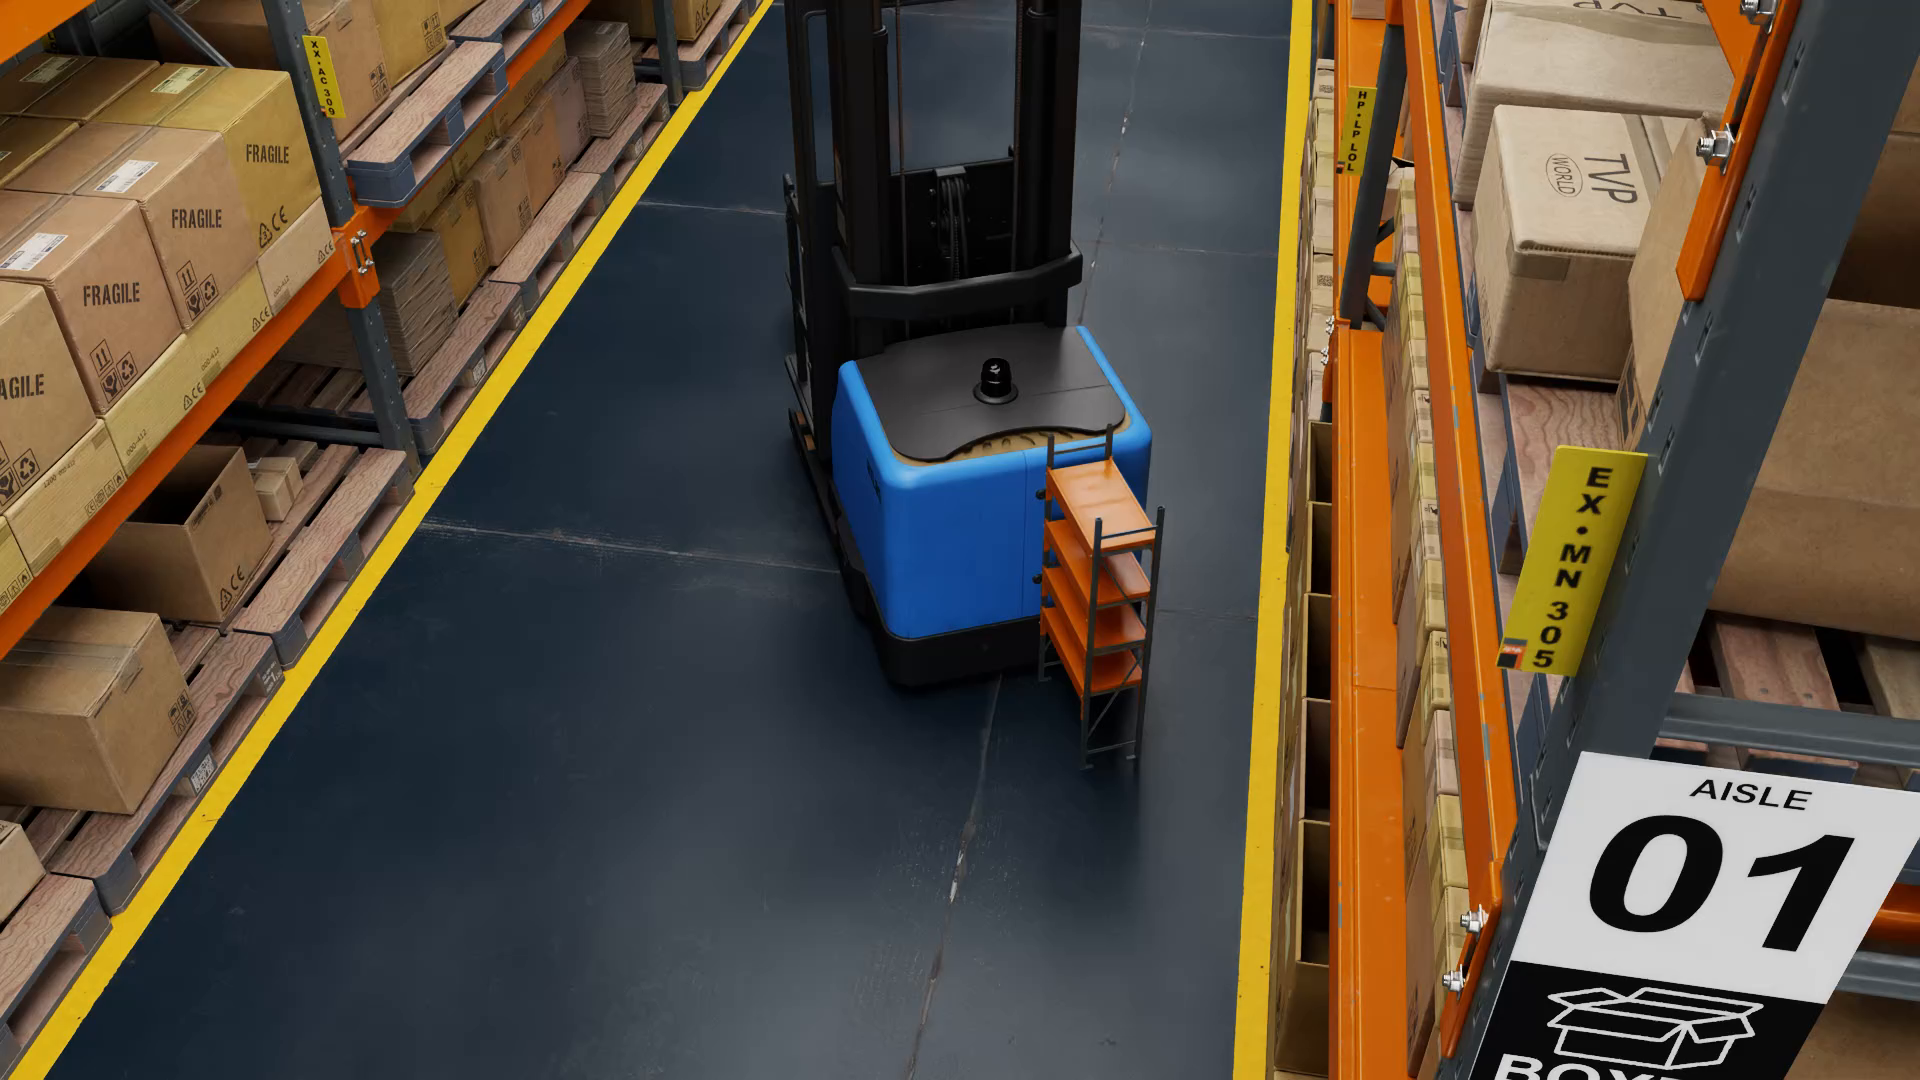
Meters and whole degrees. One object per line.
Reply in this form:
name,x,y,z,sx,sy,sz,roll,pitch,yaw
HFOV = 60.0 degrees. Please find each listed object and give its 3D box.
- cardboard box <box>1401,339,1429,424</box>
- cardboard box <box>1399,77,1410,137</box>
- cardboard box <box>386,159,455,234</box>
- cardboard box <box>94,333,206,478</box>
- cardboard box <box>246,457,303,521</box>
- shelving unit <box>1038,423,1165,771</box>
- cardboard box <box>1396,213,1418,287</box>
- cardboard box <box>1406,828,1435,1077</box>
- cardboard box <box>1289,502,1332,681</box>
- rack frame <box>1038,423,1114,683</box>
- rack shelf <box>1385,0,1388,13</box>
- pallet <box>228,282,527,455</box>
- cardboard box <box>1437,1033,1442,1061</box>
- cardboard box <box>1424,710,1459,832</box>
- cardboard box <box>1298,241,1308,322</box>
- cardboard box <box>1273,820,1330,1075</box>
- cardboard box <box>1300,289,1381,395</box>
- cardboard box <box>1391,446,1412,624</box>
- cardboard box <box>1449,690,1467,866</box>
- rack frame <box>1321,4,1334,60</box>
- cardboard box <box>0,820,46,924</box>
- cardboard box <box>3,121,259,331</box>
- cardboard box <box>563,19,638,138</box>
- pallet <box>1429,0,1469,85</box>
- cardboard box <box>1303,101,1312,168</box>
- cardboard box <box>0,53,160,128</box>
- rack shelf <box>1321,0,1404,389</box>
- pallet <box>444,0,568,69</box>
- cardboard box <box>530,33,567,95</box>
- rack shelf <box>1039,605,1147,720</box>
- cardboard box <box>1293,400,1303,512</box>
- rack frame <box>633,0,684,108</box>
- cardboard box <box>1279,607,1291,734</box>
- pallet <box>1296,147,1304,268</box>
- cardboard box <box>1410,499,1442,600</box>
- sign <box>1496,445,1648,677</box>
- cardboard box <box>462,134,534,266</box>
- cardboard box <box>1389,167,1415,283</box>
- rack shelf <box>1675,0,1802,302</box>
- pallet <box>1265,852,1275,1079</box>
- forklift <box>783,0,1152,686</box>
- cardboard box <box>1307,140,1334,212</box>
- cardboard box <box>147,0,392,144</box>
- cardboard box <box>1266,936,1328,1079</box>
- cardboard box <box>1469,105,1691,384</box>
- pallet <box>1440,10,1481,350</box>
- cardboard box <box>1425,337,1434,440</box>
cardboard box,1.498,-0.444,4.846,0.380,0.149,0.250,5,40,6
cardboard box,2.238,-2.108,7.367,0.500,0.500,0.500,6,40,8
cardboard box,-2.784,-1.724,8.009,0.500,0.250,0.500,6,40,7
cardboard box,-2.918,-0.478,5.577,0.500,0.250,0.500,6,40,7
cardboard box,-3.031,-0.227,7.049,0.380,0.166,0.250,2,40,2
shelving unit,0.493,0.224,6.037,0.258,1.200,0.503,-11,41,-12
cardboard box,1.631,-0.928,5.431,0.380,0.149,0.250,7,40,8
cardboard box,1.399,0.906,3.722,0.700,0.500,0.500,7,40,9
cardboard box,1.444,0.236,5.851,0.500,0.500,0.500,6,40,8
rack frame,0.424,0.075,6.217,0.240,1.200,0.015,-11,41,-12
rack shelf,2.257,-3.078,6.830,1.077,0.370,4.000,6,40,8
pallet,-2.835,-0.902,8.176,1.003,0.211,1.213,6,40,8
cardboard box,1.098,1.017,3.079,0.380,0.149,0.250,6,40,7
cardboard box,1.231,0.534,3.663,0.380,0.149,0.250,7,40,8
cardboard box,1.964,-1.296,8.292,0.500,0.250,0.500,7,40,9
cardboard box,1.177,1.176,4.713,0.500,0.500,0.500,6,40,8
cardboard box,1.783,-0.876,7.343,0.500,0.311,0.500,7,40,9
cardboard box,1.665,-0.058,4.887,0.700,0.500,0.500,7,40,8
cardboard box,1.407,0.372,3.350,0.700,0.500,0.500,5,40,7
rack frame,2.604,-3.455,9.075,1.000,3.000,0.127,6,40,8
cardboard box,-3.353,1.107,5.322,0.500,0.311,0.500,10,41,11
cardboard box,-2.826,-1.083,5.719,0.500,0.500,0.500,6,40,7
cardboard box,-2.349,-2.747,9.835,0.700,0.500,0.500,7,40,8
pallet,1.789,-1.528,4.460,1.003,0.211,1.213,6,40,8
cardboard box,2.224,-2.261,9.459,0.500,0.250,0.500,6,40,8
cardboard box,-3.255,-1.455,6.170,0.500,0.500,0.500,6,40,7
rack shelf,2.257,-1.922,7.786,1.077,0.370,4.000,6,40,8
pallet,-2.578,-2.678,8.285,1.003,0.211,1.213,6,40,8
cardboard box,-2.510,-2.685,9.172,0.500,0.250,0.500,7,40,9
rack shelf,0.493,0.429,6.206,0.258,0.148,0.480,-11,41,-12
cardboard box,1.698,-0.339,7.134,0.500,0.250,0.500,6,40,7
rack frame,-2.276,-3.999,9.732,1.000,3.000,0.127,6,40,8
cardboard box,1.441,0.524,6.090,0.500,0.250,0.500,6,40,8
pallet,2.423,-1.868,9.343,1.003,0.211,1.213,6,40,8
cardboard box,1.364,0.043,4.257,0.380,0.149,0.250,6,40,7
sign,0.687,0.031,1.872,0.100,0.325,0.005,6,40,8
cardboard box,-2.689,-1.804,8.694,0.700,0.500,0.500,7,40,8
cardboard box,1.954,-1.200,6.466,0.500,0.250,0.500,9,40,10
rack shelf,1.565,-1.570,2.965,1.077,0.370,4.000,6,40,8
pallet,1.524,1.393,5.400,1.003,0.211,1.213,6,40,8
forklift,-0.168,-1.511,6.778,1.130,2.935,3.031,-10,41,-12
cardboard box,2.051,-1.826,8.493,0.500,0.311,0.500,5,40,6
cardboard box,-2.847,-2.012,6.906,0.700,0.500,0.500,7,40,8
cardboard box,1.180,1.465,4.952,0.500,0.250,0.500,6,40,8
cardboard box,1.159,-0.500,2.825,0.500,0.250,0.500,6,40,8
pallet,1.576,-0.765,3.536,1.003,0.211,1.213,6,40,8
cardboard box,1.667,-0.572,4.492,0.700,0.500,0.500,6,40,8
